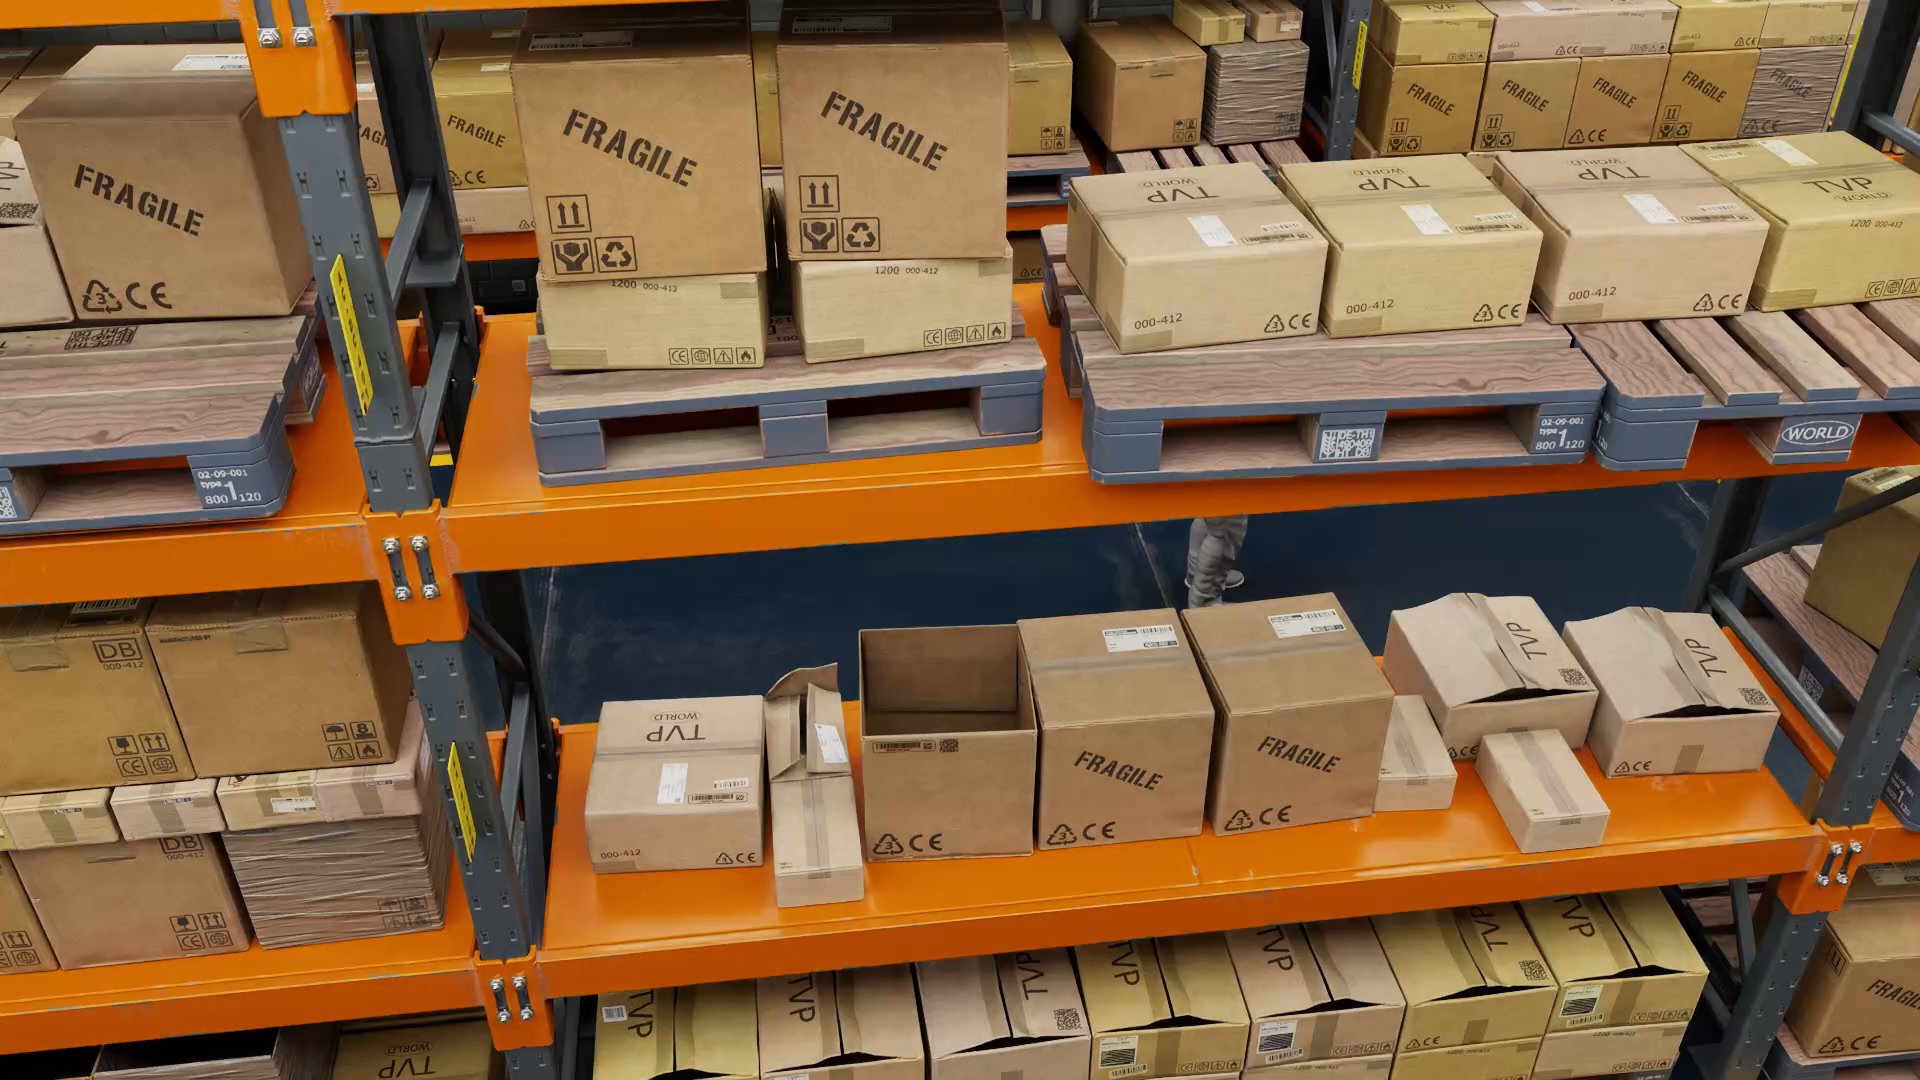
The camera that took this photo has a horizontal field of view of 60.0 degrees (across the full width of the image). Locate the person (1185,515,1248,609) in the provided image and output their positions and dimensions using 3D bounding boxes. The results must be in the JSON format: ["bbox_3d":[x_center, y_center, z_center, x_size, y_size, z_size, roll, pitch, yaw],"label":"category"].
[{"bbox_3d":[1.260,-0.394,7.714,0.533,1.653,0.452,-4,35,-6],"label":"person"}]
